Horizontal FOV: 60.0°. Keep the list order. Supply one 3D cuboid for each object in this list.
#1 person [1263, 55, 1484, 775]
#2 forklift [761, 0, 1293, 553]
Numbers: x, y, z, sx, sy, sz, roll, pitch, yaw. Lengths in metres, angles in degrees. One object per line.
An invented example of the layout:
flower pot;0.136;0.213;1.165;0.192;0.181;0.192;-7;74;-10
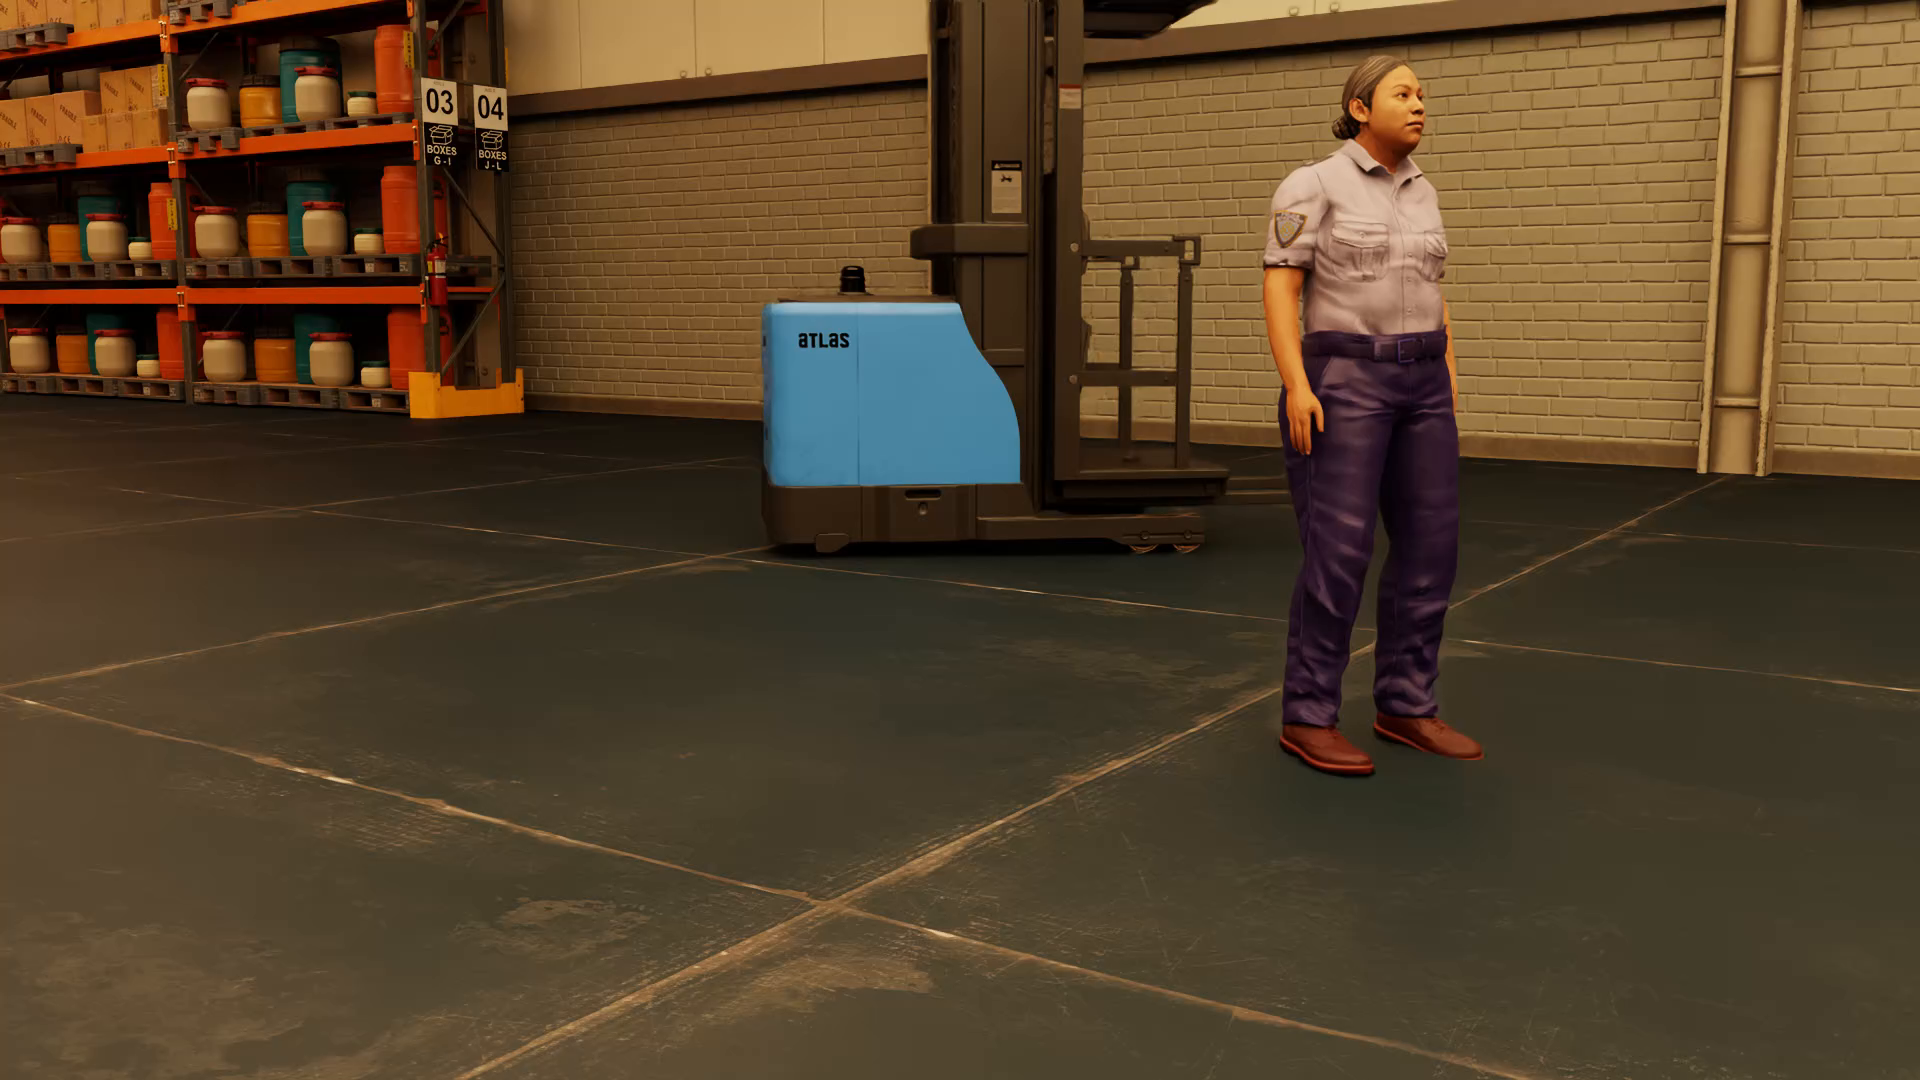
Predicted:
person;1.006;-0.305;3.951;0.559;1.669;0.435;-4;9;-27
forklift;0.625;-1.468;7.515;3.031;2.935;1.130;-1;8;-9
